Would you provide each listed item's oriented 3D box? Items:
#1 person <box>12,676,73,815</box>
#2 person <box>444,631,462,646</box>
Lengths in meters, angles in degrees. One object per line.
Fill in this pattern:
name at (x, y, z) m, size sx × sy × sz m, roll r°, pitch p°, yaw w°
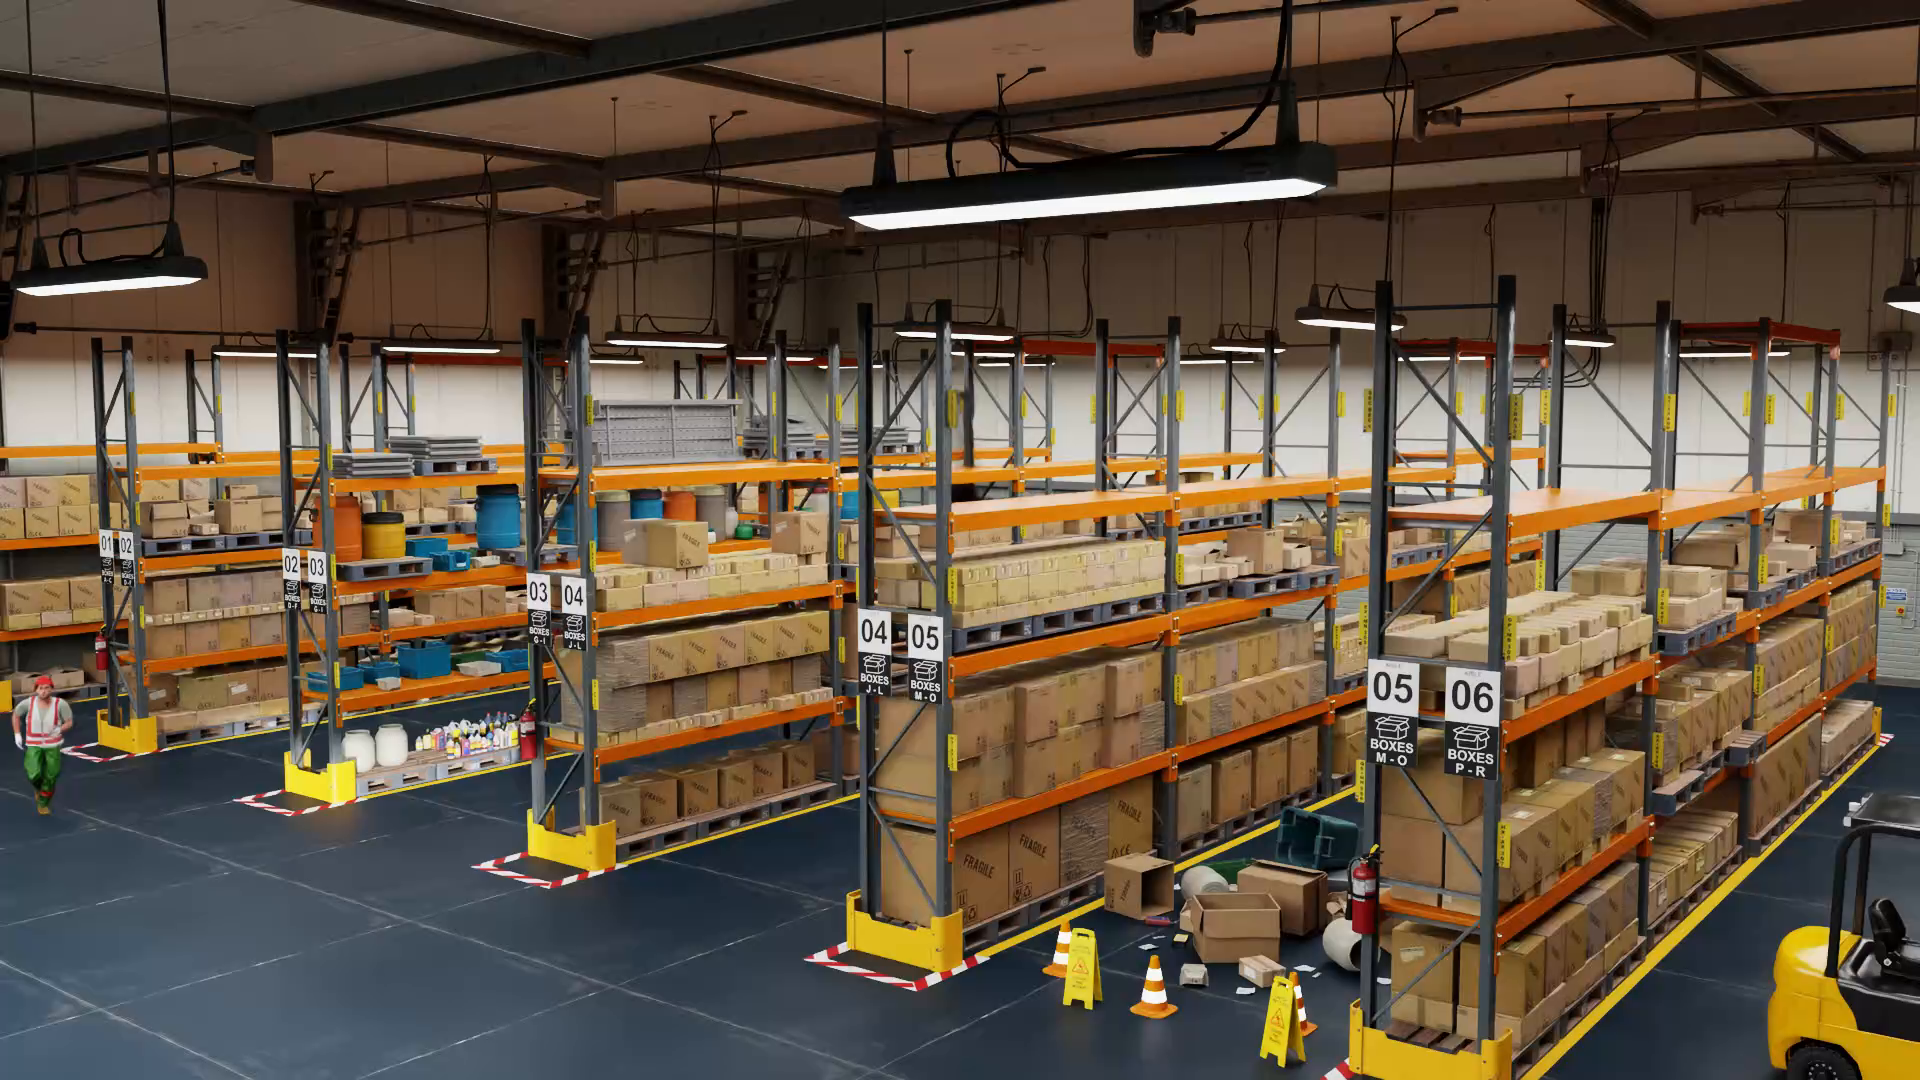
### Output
person at (-11.206, 2.528, 20.329) m, size 0.661 × 1.732 × 0.616 m, roll -3°, pitch 6°, yaw -27°
person at (-9.279, 1.705, 30.545) m, size 0.580 × 1.658 × 1.048 m, roll 4°, pitch 6°, yaw 37°
